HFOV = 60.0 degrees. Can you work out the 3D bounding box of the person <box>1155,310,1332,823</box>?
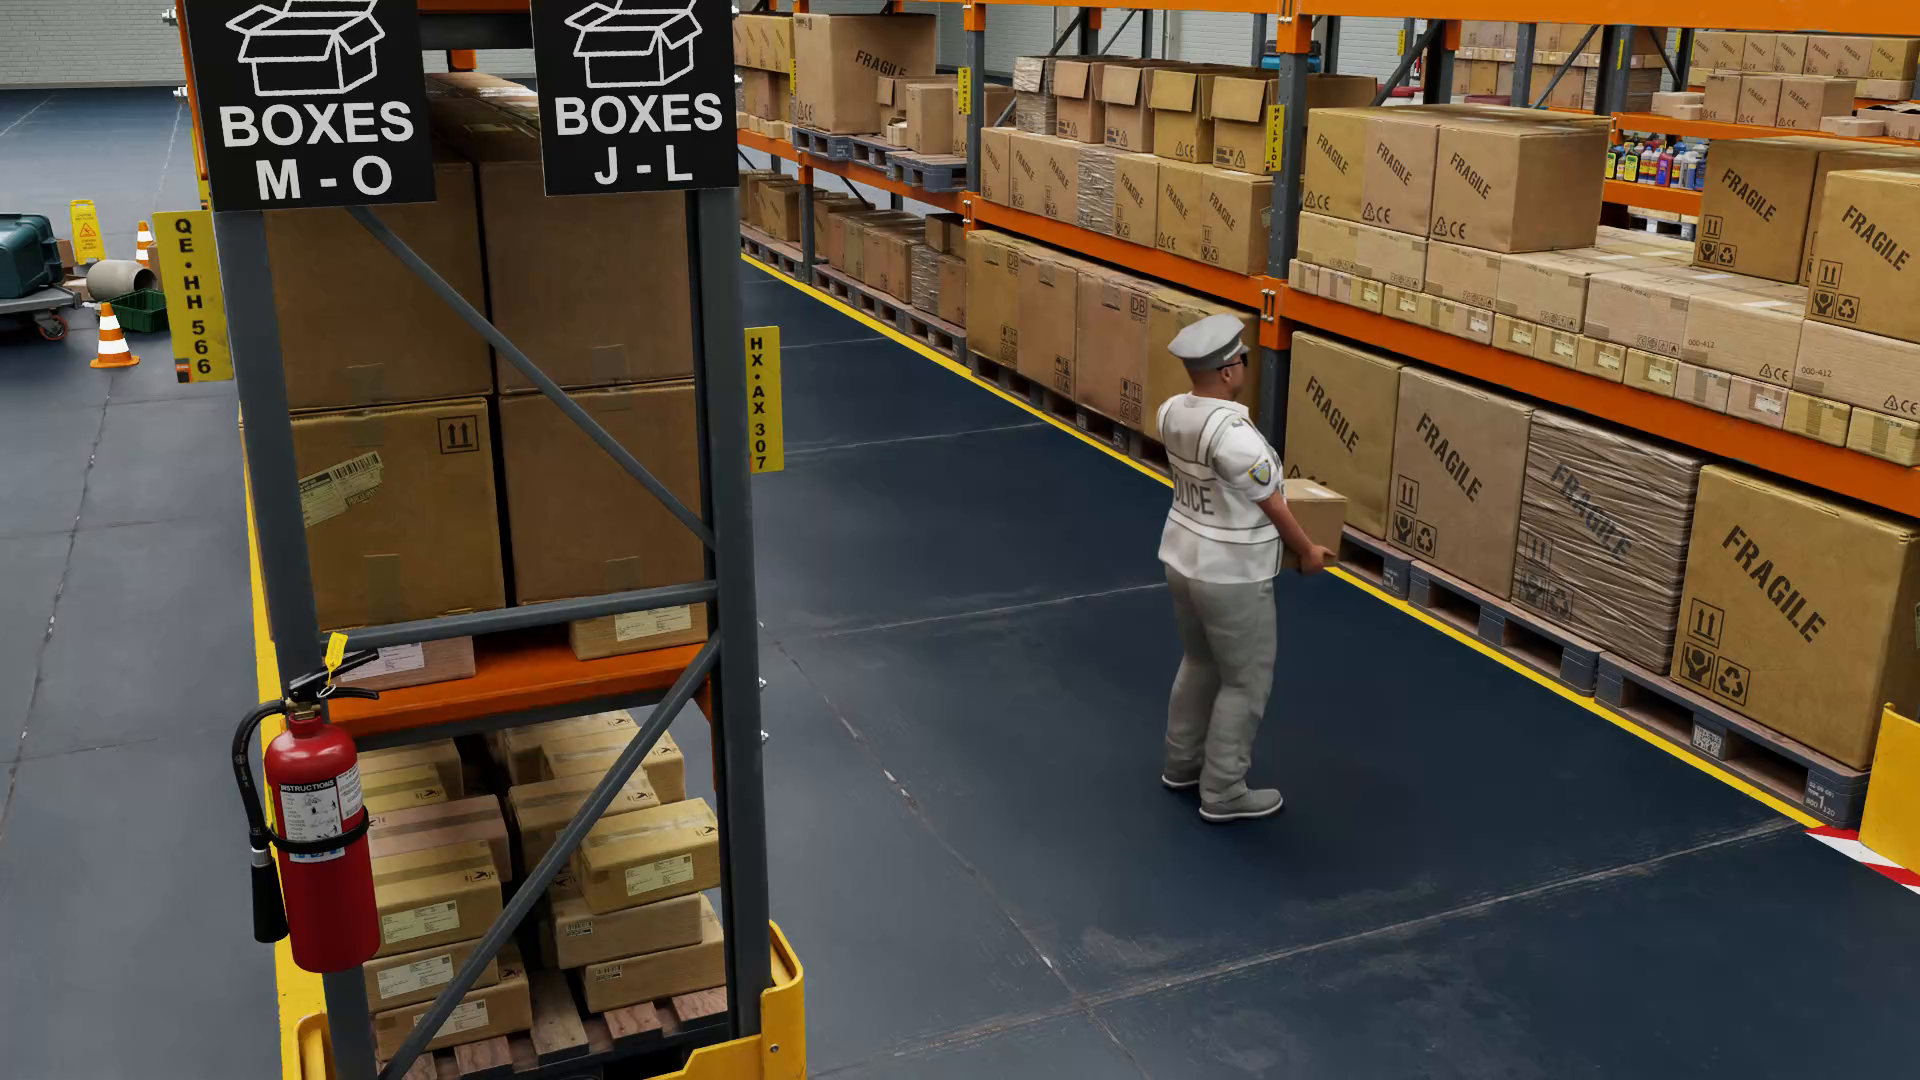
[{"bbox_3d":[0.969,0.080,5.773,0.557,1.774,0.514,-8,20,-22],"label":"person"}]
